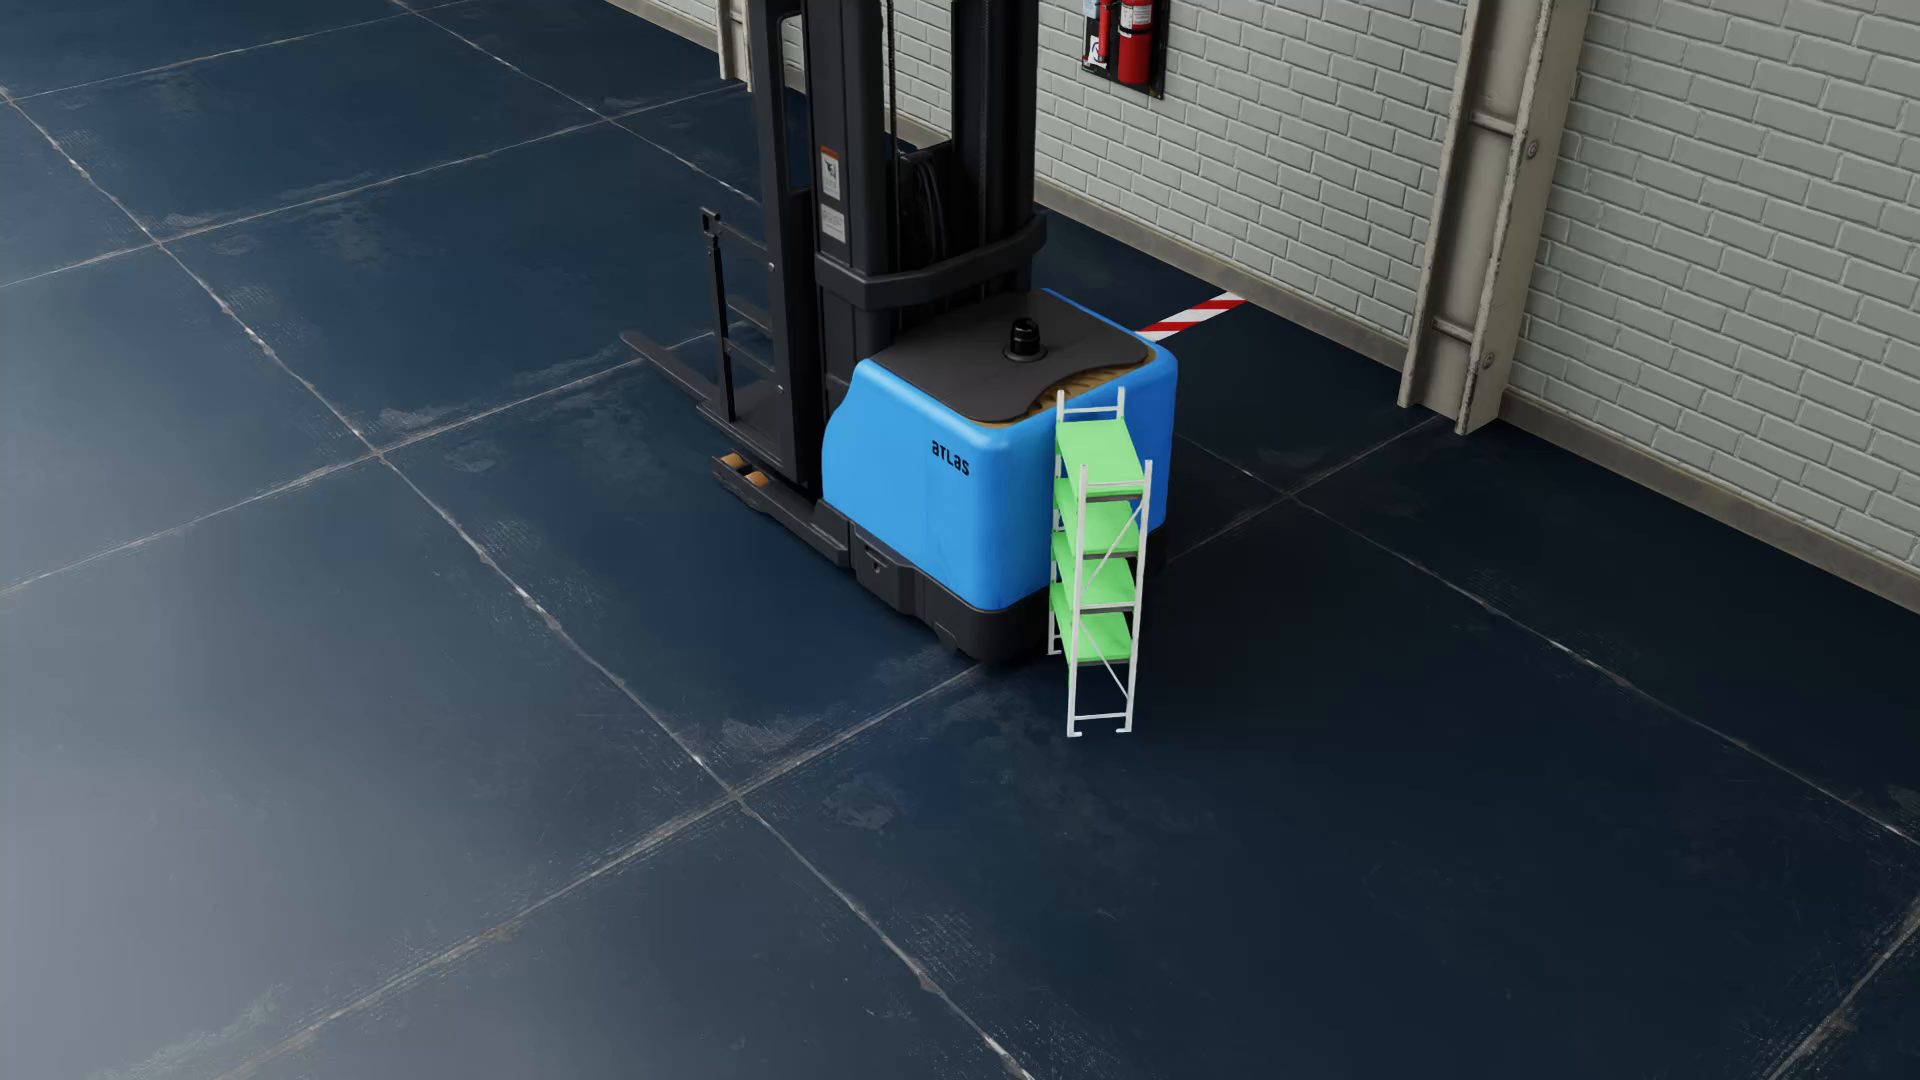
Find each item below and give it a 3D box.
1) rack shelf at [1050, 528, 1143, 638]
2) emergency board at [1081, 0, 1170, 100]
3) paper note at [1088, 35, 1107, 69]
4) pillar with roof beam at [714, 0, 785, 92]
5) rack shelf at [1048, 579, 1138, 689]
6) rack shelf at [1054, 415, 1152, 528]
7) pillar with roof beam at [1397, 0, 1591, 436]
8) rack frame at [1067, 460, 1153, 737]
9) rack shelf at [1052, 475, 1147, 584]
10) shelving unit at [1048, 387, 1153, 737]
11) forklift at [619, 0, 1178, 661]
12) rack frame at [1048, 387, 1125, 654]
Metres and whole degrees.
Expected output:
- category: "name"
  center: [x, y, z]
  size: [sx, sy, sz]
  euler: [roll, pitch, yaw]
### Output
- category: "rack shelf"
  center: [0.496, 0.146, 6.117]
  size: [0.258, 0.148, 0.480]
  euler: [-4, 35, -5]
- category: "emergency board"
  center: [0.831, -2.971, 8.849]
  size: [0.194, 1.169, 0.643]
  euler: [-26, 43, -32]
- category: "paper note"
  center: [0.769, -2.715, 9.250]
  size: [0.016, 0.148, 0.142]
  euler: [-26, 43, -32]
- category: "pillar with roof beam"
  center: [-4.764, -5.357, 7.028]
  size: [9.100, 9.000, 0.400]
  euler: [-26, 43, -32]
- category: "rack shelf"
  center: [0.495, 0.342, 6.255]
  size: [0.258, 0.148, 0.480]
  euler: [-4, 35, -5]
- category: "rack shelf"
  center: [0.496, -0.246, 5.839]
  size: [0.258, 0.148, 0.480]
  euler: [-4, 35, -5]
- category: "pillar with roof beam"
  center: [-0.892, -2.708, 3.287]
  size: [9.100, 9.000, 0.400]
  euler: [-26, 43, -32]
- category: "rack frame"
  center: [0.522, 0.234, 5.882]
  size: [0.240, 1.200, 0.015]
  euler: [-4, 35, -5]
- category: "rack shelf"
  center: [0.496, -0.050, 5.978]
  size: [0.258, 0.148, 0.480]
  euler: [-4, 35, -5]
- category: "shelving unit"
  center: [0.496, 0.094, 6.080]
  size: [0.258, 1.200, 0.503]
  euler: [-4, 35, -5]
- category: "forklift"
  center: [-0.475, -1.504, 6.837]
  size: [1.130, 2.935, 3.031]
  euler: [-26, 43, -32]
- category: "rack frame"
  center: [0.469, -0.047, 6.278]
  size: [0.240, 1.200, 0.015]
  euler: [-4, 35, -5]
